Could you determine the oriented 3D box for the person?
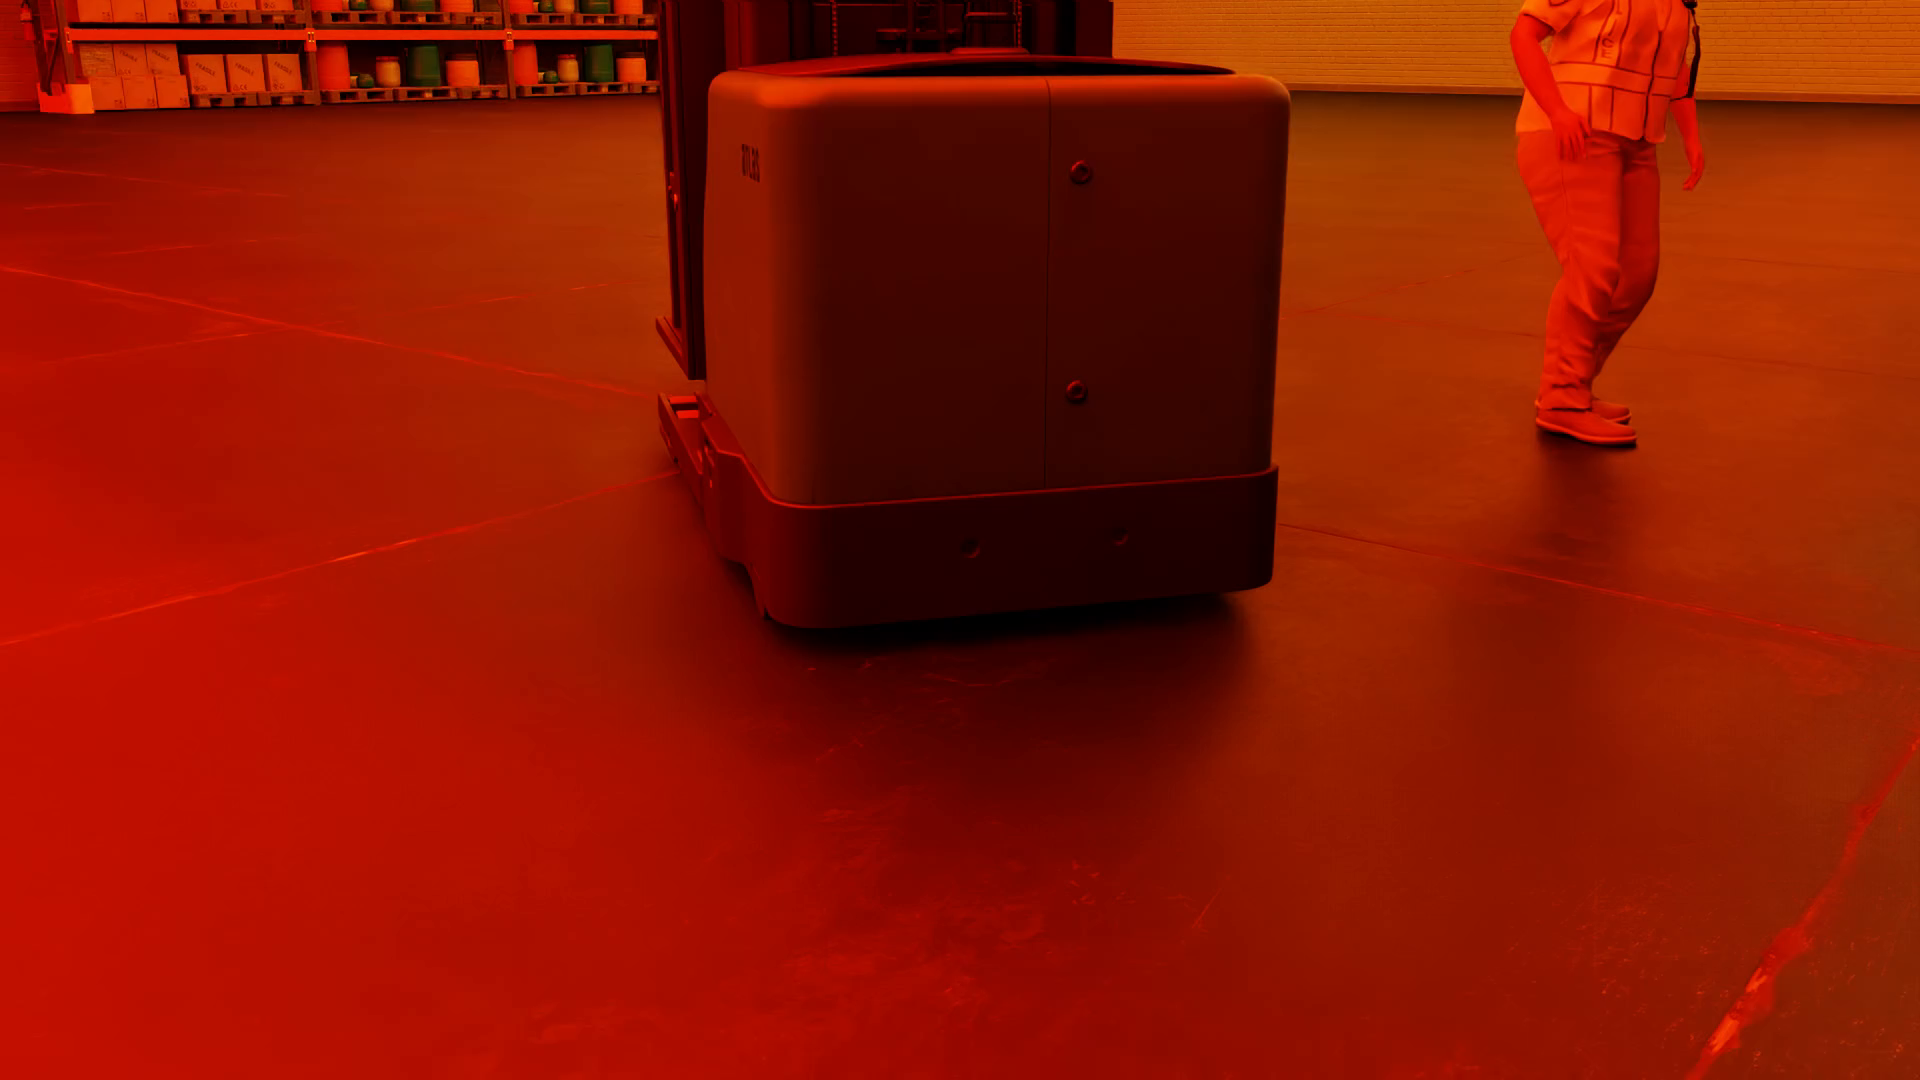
[{"bbox_3d":[1.943,-1.138,4.884,0.673,1.641,0.512,-12,20,-33],"label":"person"}]

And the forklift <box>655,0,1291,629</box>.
[{"bbox_3d":[-0.240,-1.622,4.240,1.130,2.935,3.031,-5,17,-15],"label":"forklift"}]
